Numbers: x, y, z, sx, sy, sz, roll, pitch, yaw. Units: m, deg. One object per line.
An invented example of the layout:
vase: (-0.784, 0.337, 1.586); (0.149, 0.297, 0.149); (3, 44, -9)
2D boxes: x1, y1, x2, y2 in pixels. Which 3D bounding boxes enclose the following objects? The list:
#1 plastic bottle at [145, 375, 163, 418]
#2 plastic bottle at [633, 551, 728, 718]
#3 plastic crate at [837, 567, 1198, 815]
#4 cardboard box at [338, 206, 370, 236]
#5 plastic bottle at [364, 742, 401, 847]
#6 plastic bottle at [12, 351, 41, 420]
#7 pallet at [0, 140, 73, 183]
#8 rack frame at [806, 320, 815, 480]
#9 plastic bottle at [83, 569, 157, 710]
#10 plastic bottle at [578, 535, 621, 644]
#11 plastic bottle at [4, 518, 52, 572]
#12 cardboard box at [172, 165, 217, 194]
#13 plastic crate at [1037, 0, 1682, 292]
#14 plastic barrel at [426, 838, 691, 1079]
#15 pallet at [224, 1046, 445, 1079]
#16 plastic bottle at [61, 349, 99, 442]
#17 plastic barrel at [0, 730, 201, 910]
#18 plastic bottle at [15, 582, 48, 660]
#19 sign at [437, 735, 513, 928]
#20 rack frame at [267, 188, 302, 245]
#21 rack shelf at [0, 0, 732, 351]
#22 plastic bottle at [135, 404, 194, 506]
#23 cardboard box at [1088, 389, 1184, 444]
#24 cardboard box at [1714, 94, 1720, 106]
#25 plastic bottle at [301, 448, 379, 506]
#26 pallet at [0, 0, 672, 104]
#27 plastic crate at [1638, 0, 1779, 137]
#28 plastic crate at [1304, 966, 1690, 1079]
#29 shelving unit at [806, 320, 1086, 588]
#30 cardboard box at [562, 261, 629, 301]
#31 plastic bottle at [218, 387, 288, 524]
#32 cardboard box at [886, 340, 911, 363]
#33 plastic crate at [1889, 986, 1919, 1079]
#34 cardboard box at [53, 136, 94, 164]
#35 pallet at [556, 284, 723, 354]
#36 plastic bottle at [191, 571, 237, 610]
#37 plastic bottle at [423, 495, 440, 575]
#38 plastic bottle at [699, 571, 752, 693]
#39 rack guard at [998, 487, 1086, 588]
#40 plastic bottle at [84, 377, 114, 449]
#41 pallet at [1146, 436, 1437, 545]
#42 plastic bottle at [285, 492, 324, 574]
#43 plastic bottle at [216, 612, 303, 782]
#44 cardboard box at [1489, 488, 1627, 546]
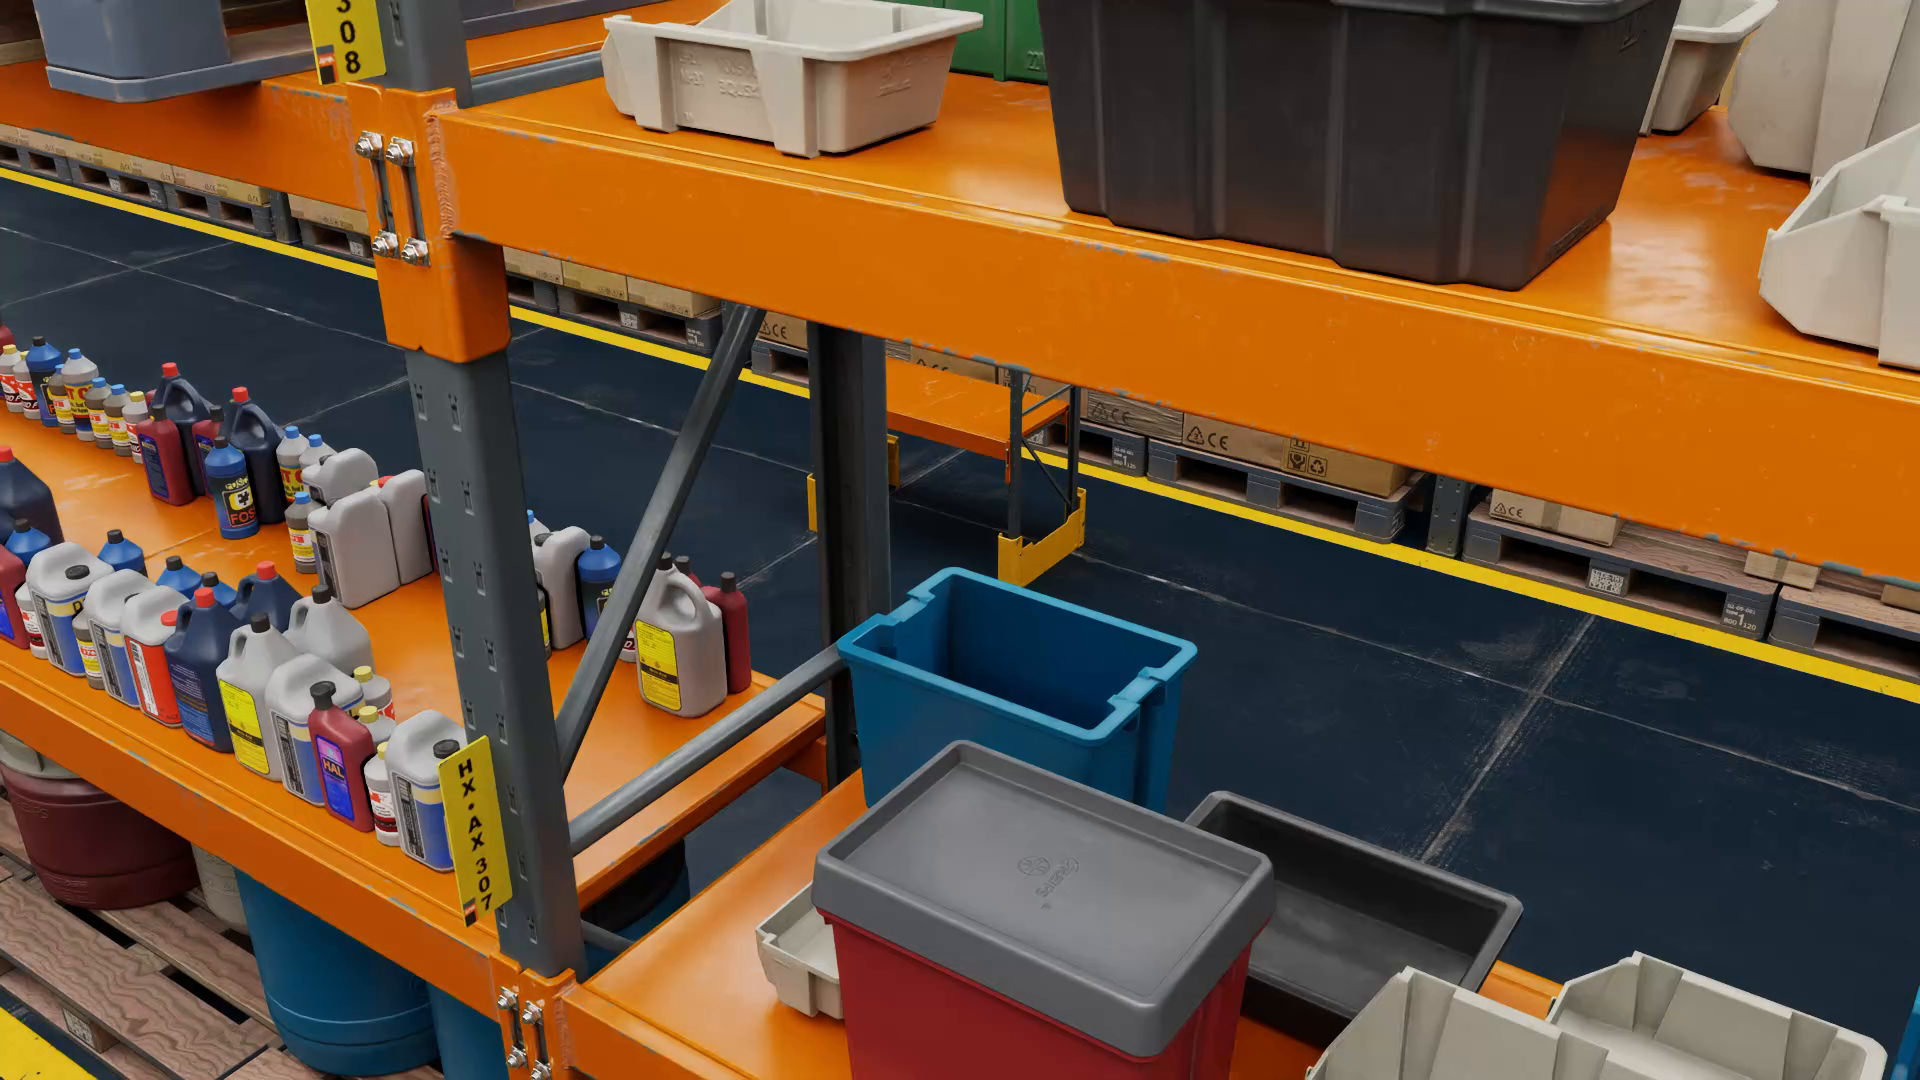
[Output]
plastic bottle: (-2.253, -0.343, 4.745); (0.133, 0.283, 0.061); (17, 32, 30)
plastic bottle: (-0.613, 0.194, 3.615); (0.185, 0.351, 0.144); (17, 32, 30)
plastic crate: (0.105, 0.367, 3.173); (0.575, 0.384, 0.392); (17, 32, 30)
cardboard box: (-3.647, -2.145, 10.726); (0.500, 0.250, 0.500); (18, 32, 32)
plastic bottle: (-1.092, 0.483, 3.213); (0.097, 0.201, 0.097); (0, 27, 0)
plastic bottle: (-2.840, -0.479, 5.103); (0.097, 0.201, 0.097); (0, 27, 0)
pallet: (-6.903, -3.115, 13.137); (1.213, 0.211, 1.003); (17, 32, 30)
rack frame: (-0.489, -0.821, 7.209); (0.032, 1.500, 0.500); (17, 32, 30)
plastic bottle: (-1.809, 0.211, 3.664); (0.135, 0.276, 0.152); (17, 32, 30)
plastic bottle: (-0.830, 0.116, 3.857); (0.097, 0.271, 0.097); (0, 27, 0)
plastic bottle: (-2.187, 0.077, 3.933); (0.097, 0.271, 0.097); (0, 27, 0)
cardboard box: (-5.172, -2.642, 11.703); (0.500, 0.250, 0.500); (17, 32, 30)
plastic crate: (0.396, -0.463, 1.689); (0.590, 0.269, 0.497); (17, 32, 30)
plastic barrel: (-0.912, 0.996, 3.836); (0.708, 0.901, 0.600); (17, 32, 30)
pallet: (-1.086, 1.423, 4.220); (1.213, 0.211, 1.003); (17, 32, 30)
plastic bottle: (-2.599, -0.435, 4.940); (0.097, 0.271, 0.097); (0, 27, 0)
plastic barrel: (-2.427, 0.664, 4.834); (0.708, 0.588, 0.600); (17, 32, 30)
plastic bottle: (-2.111, 0.166, 3.837); (0.097, 0.201, 0.097); (0, 27, 0)
sign: (-0.786, 0.476, 2.702); (0.005, 0.325, 0.100); (17, 32, 30)
rack frame: (-4.260, -3.511, 10.842); (0.127, 3.000, 1.000); (17, 32, 30)
rack shelf: (-2.122, -1.135, 3.660); (4.000, 0.370, 1.077); (17, 32, 30)
plastic bottle: (-2.182, -0.242, 4.546); (0.133, 0.283, 0.061); (17, 32, 30)
cardboard box: (0.950, -0.817, 7.819); (0.500, 0.500, 0.500); (18, 32, 31)
cardboard box: (2.563, -1.721, 6.111); (0.500, 0.500, 0.500); (18, 32, 32)
plastic bottle: (-1.593, -0.109, 4.294); (0.135, 0.276, 0.152); (17, 32, 30)
pallet: (-1.175, -1.023, 2.854); (1.003, 0.211, 1.213); (17, 32, 30)
plastic crate: (0.791, -0.641, 2.185); (0.466, 0.136, 0.293); (17, 32, 30)
plastic crate: (0.681, 0.881, 2.275); (0.530, 0.282, 0.437); (17, 32, 30)
shelving unit: (-0.063, -0.688, 6.948); (1.083, 1.500, 0.587); (17, 32, 30)
cardboard box: (-1.961, -1.620, 9.695); (0.500, 0.250, 0.500); (17, 31, 30)
plastic bottle: (-1.883, -0.235, 4.459); (0.185, 0.351, 0.144); (17, 32, 30)
cardboard box: (-0.315, -1.210, 8.591); (0.500, 0.500, 0.500); (16, 31, 29)
plastic crate: (1.474, 0.868, 2.356); (0.300, 0.233, 0.416); (17, 32, 30)
cardboard box: (-6.415, -3.023, 12.452); (0.500, 0.250, 0.500); (17, 32, 30)
pallet: (-1.619, -1.467, 9.900); (1.213, 0.211, 1.003); (17, 32, 30)
plastic bottle: (-1.643, 0.197, 3.698); (0.097, 0.271, 0.097); (0, 27, 0)
plastic bottle: (-1.266, -0.035, 4.141); (0.133, 0.283, 0.061); (17, 32, 30)
plastic bottle: (-0.534, 0.193, 3.693); (0.133, 0.283, 0.061); (17, 32, 30)
rack guard: (0.348, -0.003, 6.980); (0.087, 0.250, 0.587); (17, 32, 30)
plastic bottle: (-2.519, -0.379, 4.907); (0.097, 0.201, 0.097); (0, 27, 0)
pallet: (1.643, -0.408, 7.820); (1.213, 0.211, 1.003); (17, 32, 30)
plastic bottle: (-1.649, -0.024, 4.210); (0.097, 0.201, 0.097); (0, 27, 0)
plastic bottle: (-1.416, 0.303, 3.403); (0.185, 0.351, 0.144); (17, 32, 30)
cardboard box: (2.558, -0.266, 6.944); (0.500, 0.311, 0.500); (17, 32, 30)
